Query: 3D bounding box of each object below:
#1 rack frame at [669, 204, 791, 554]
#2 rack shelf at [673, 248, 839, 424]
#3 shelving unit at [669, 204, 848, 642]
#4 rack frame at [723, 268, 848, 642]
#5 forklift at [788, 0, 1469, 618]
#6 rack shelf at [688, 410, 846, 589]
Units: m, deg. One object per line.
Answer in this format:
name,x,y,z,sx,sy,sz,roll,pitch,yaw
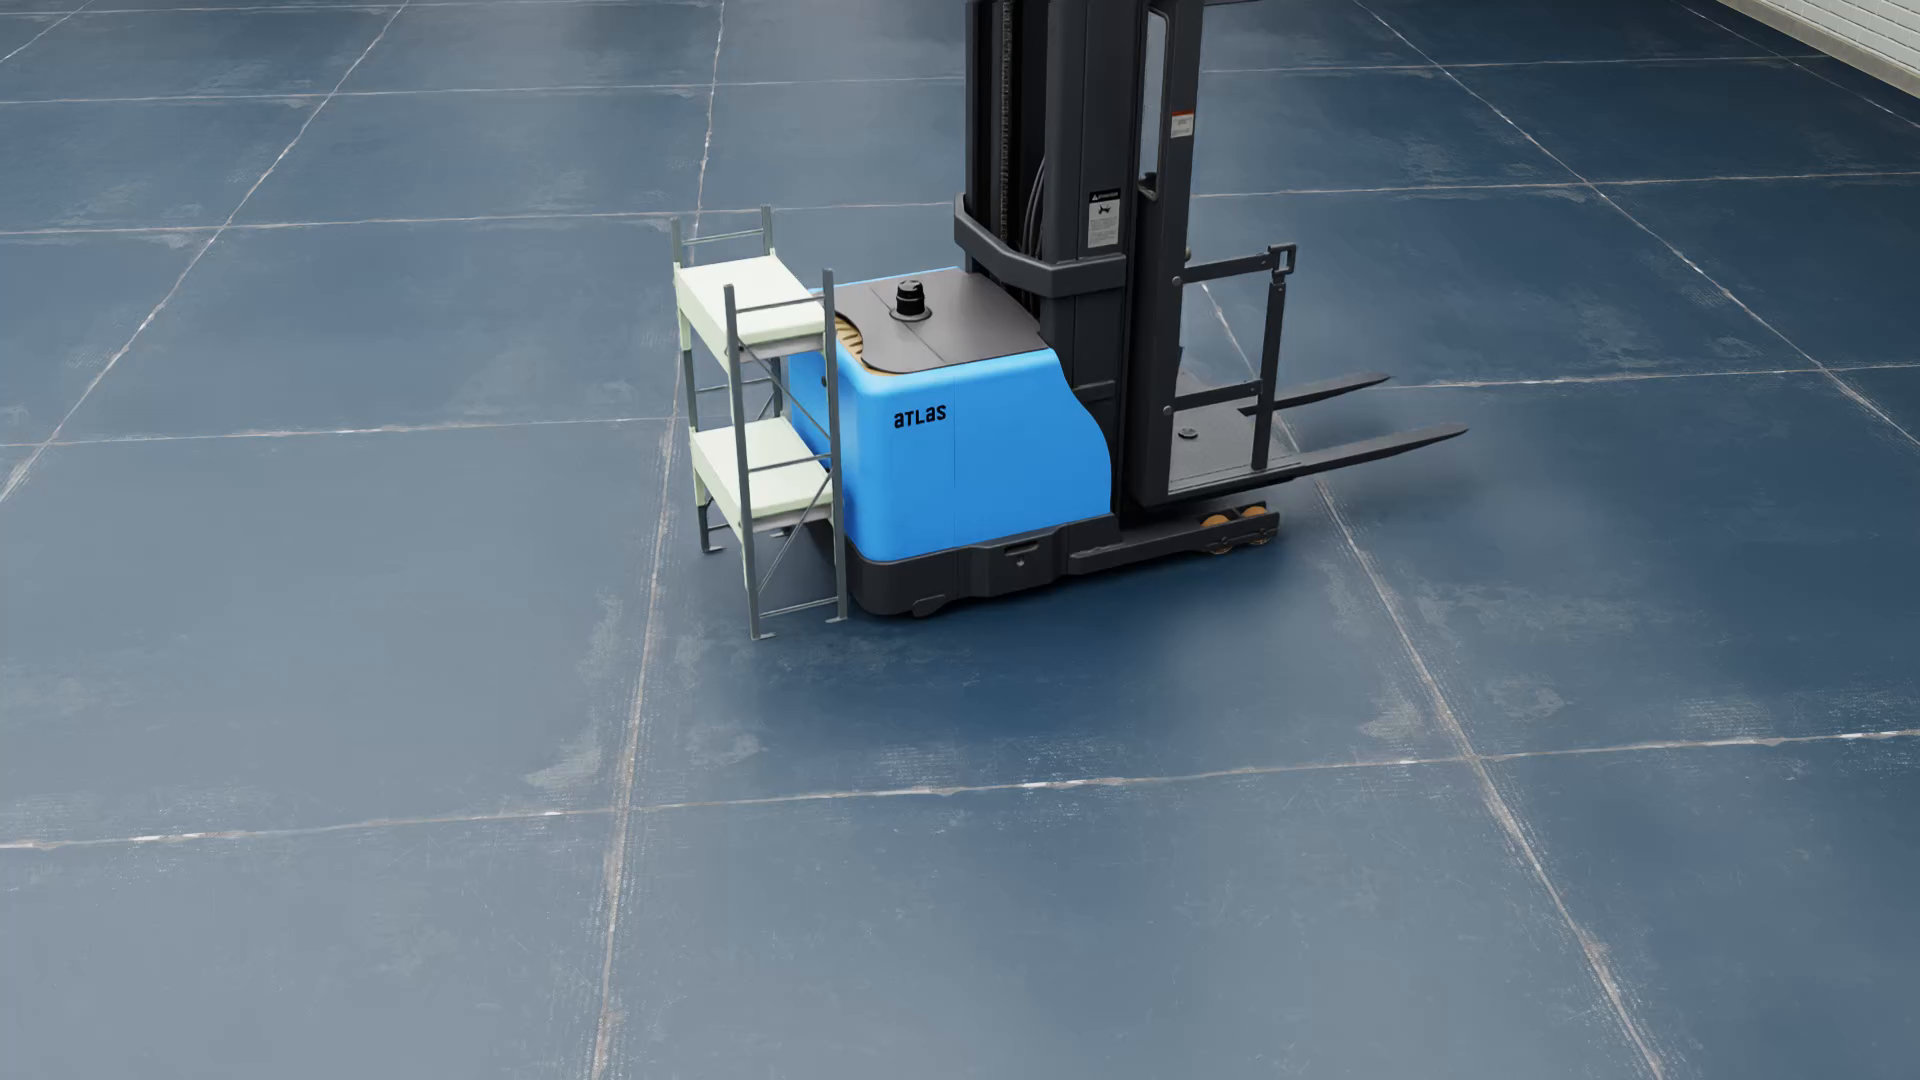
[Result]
rack frame,-0.929,-0.631,6.844,0.400,1.500,0.023,-12,33,-20
rack shelf,-0.786,-0.794,6.354,0.431,0.370,0.720,-12,33,-20
shelving unit,-0.785,-0.459,6.555,0.431,1.500,0.755,-12,33,-20
rack frame,-0.641,-0.286,6.266,0.400,1.500,0.023,-12,33,-20
forklift,0.831,-1.432,6.790,3.031,2.935,1.130,-12,33,-20
rack shelf,-0.785,-0.179,6.722,0.431,0.370,0.720,-12,33,-20
